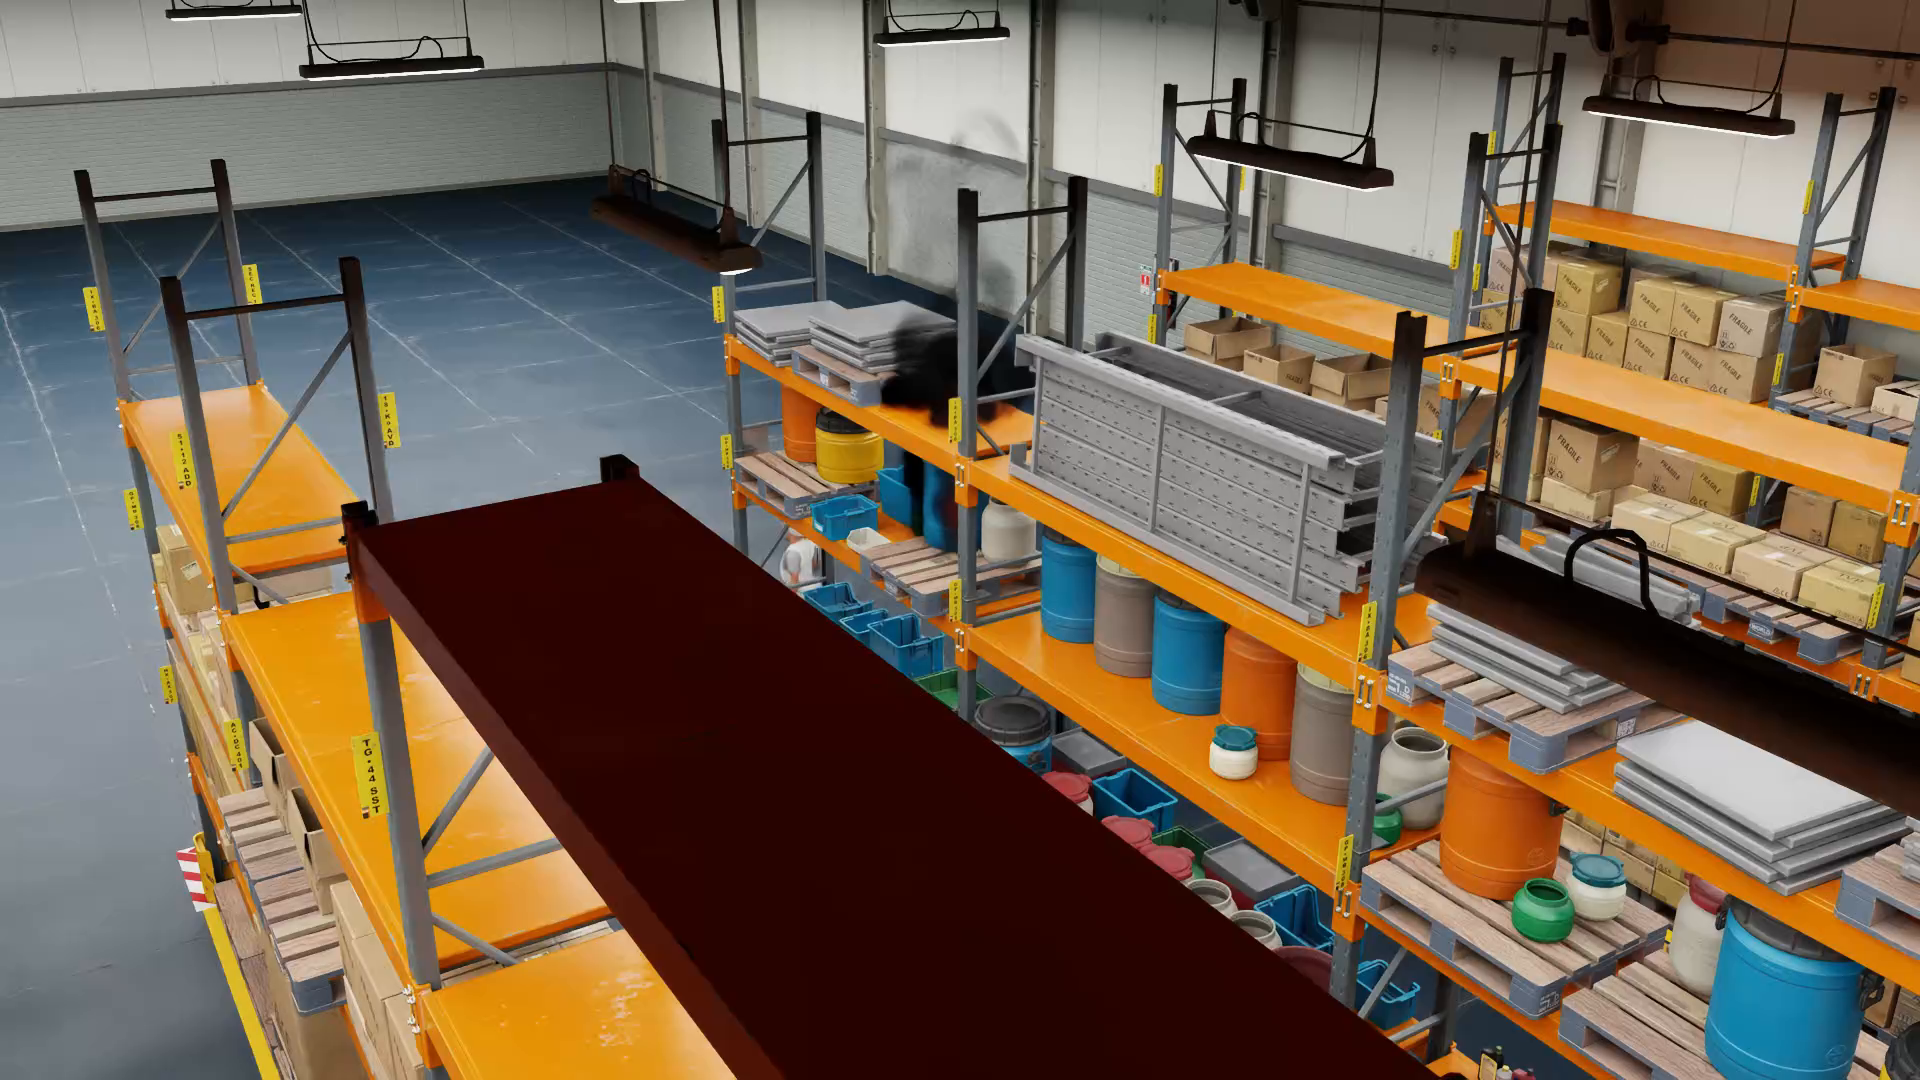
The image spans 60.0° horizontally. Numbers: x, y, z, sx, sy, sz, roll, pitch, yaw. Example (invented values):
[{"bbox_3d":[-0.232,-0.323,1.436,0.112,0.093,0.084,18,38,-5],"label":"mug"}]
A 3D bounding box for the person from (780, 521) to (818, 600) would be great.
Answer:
[{"bbox_3d":[-1.662,0.589,17.605,0.627,1.749,0.650,6,23,16],"label":"person"}]
